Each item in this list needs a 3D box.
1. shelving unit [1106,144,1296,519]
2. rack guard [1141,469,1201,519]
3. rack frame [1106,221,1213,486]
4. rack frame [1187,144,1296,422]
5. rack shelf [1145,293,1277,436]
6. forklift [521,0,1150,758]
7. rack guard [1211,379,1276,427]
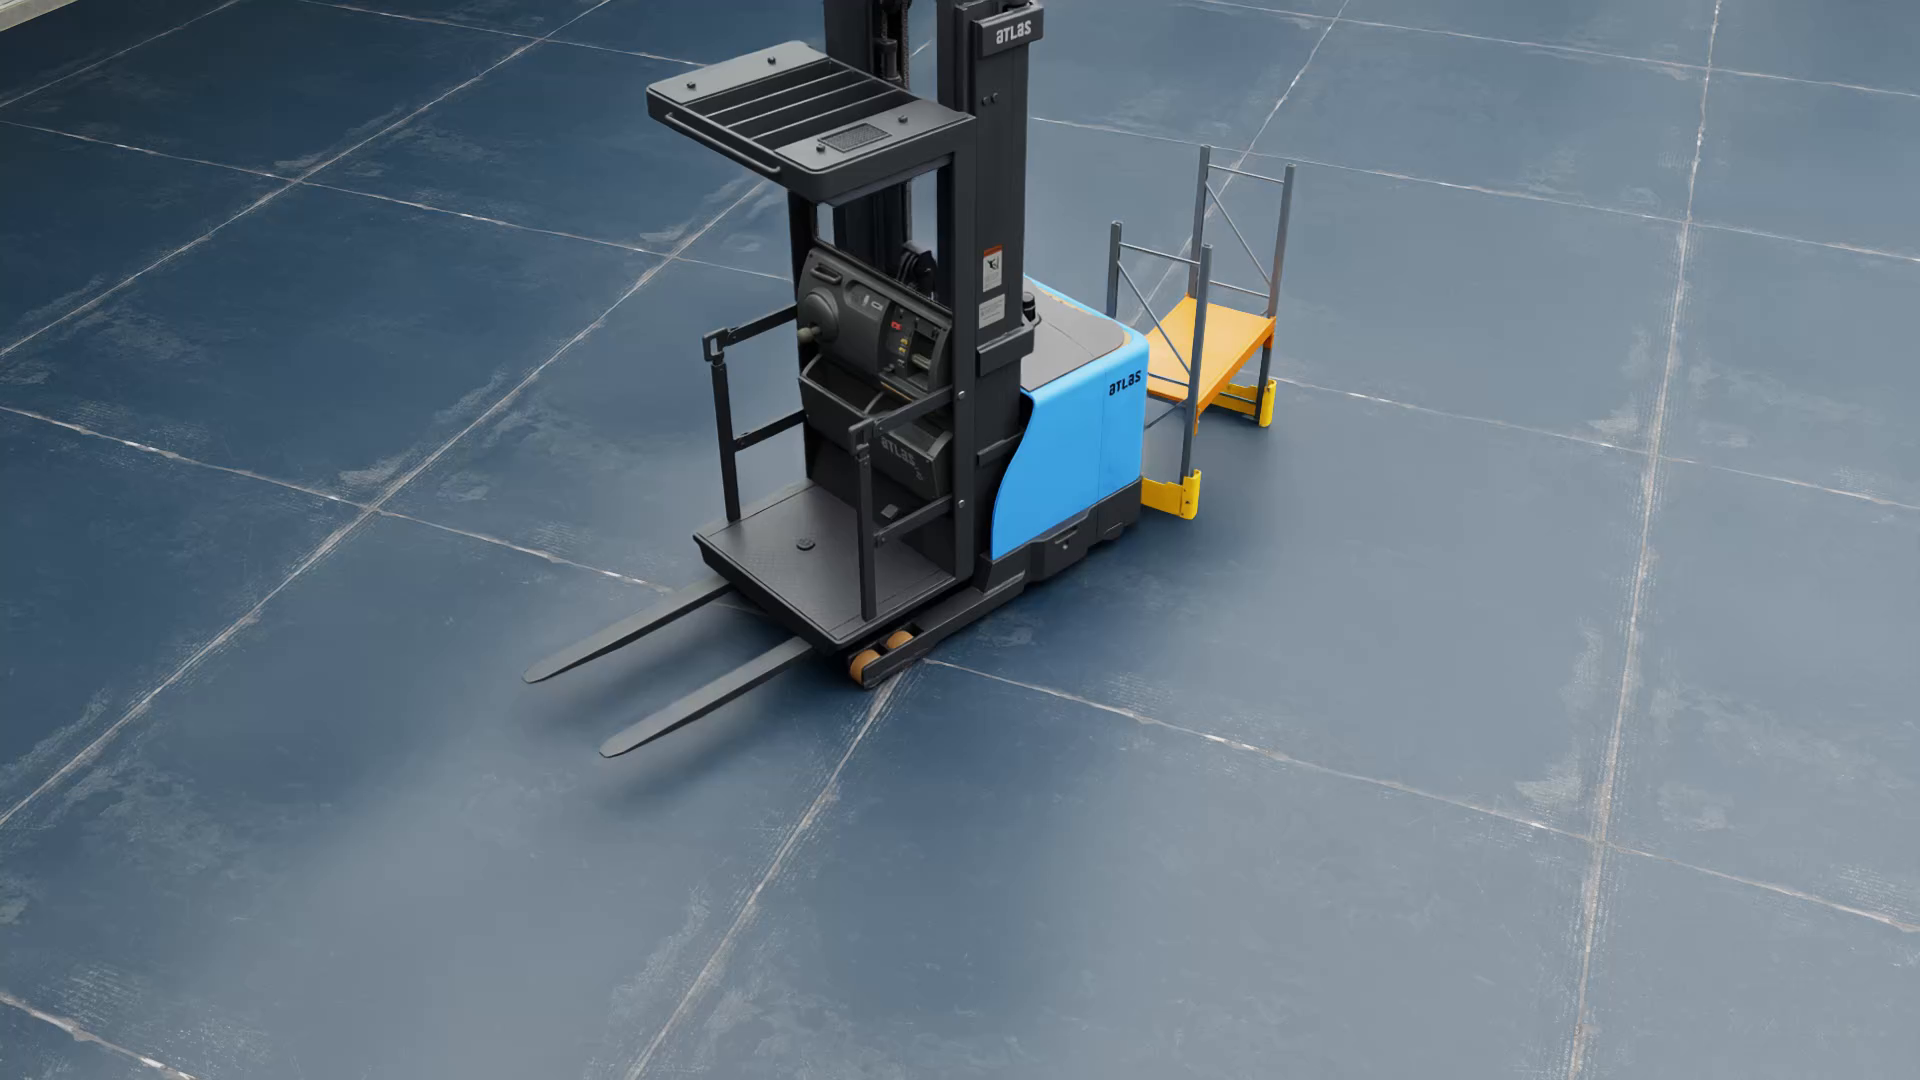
[{"bbox_3d":[1.187,-1.067,8.425,0.587,1.500,1.083,19,41,24],"label":"shelving unit"},{"bbox_3d":[0.934,-0.310,8.456,0.587,0.250,0.087,19,41,24],"label":"rack guard"},{"bbox_3d":[0.924,-0.800,8.068,0.500,1.500,0.032,19,41,24],"label":"rack frame"},{"bbox_3d":[1.441,-1.324,8.769,0.500,1.500,0.032,19,41,24],"label":"rack frame"},{"bbox_3d":[1.183,-0.918,8.526,0.538,0.185,1.000,19,41,24],"label":"rack shelf"},{"bbox_3d":[-0.531,-0.874,6.971,3.031,2.935,1.130,-29,45,-33],"label":"forklift"},{"bbox_3d":[1.440,-0.823,9.143,0.587,0.250,0.087,19,41,24],"label":"rack guard"}]
